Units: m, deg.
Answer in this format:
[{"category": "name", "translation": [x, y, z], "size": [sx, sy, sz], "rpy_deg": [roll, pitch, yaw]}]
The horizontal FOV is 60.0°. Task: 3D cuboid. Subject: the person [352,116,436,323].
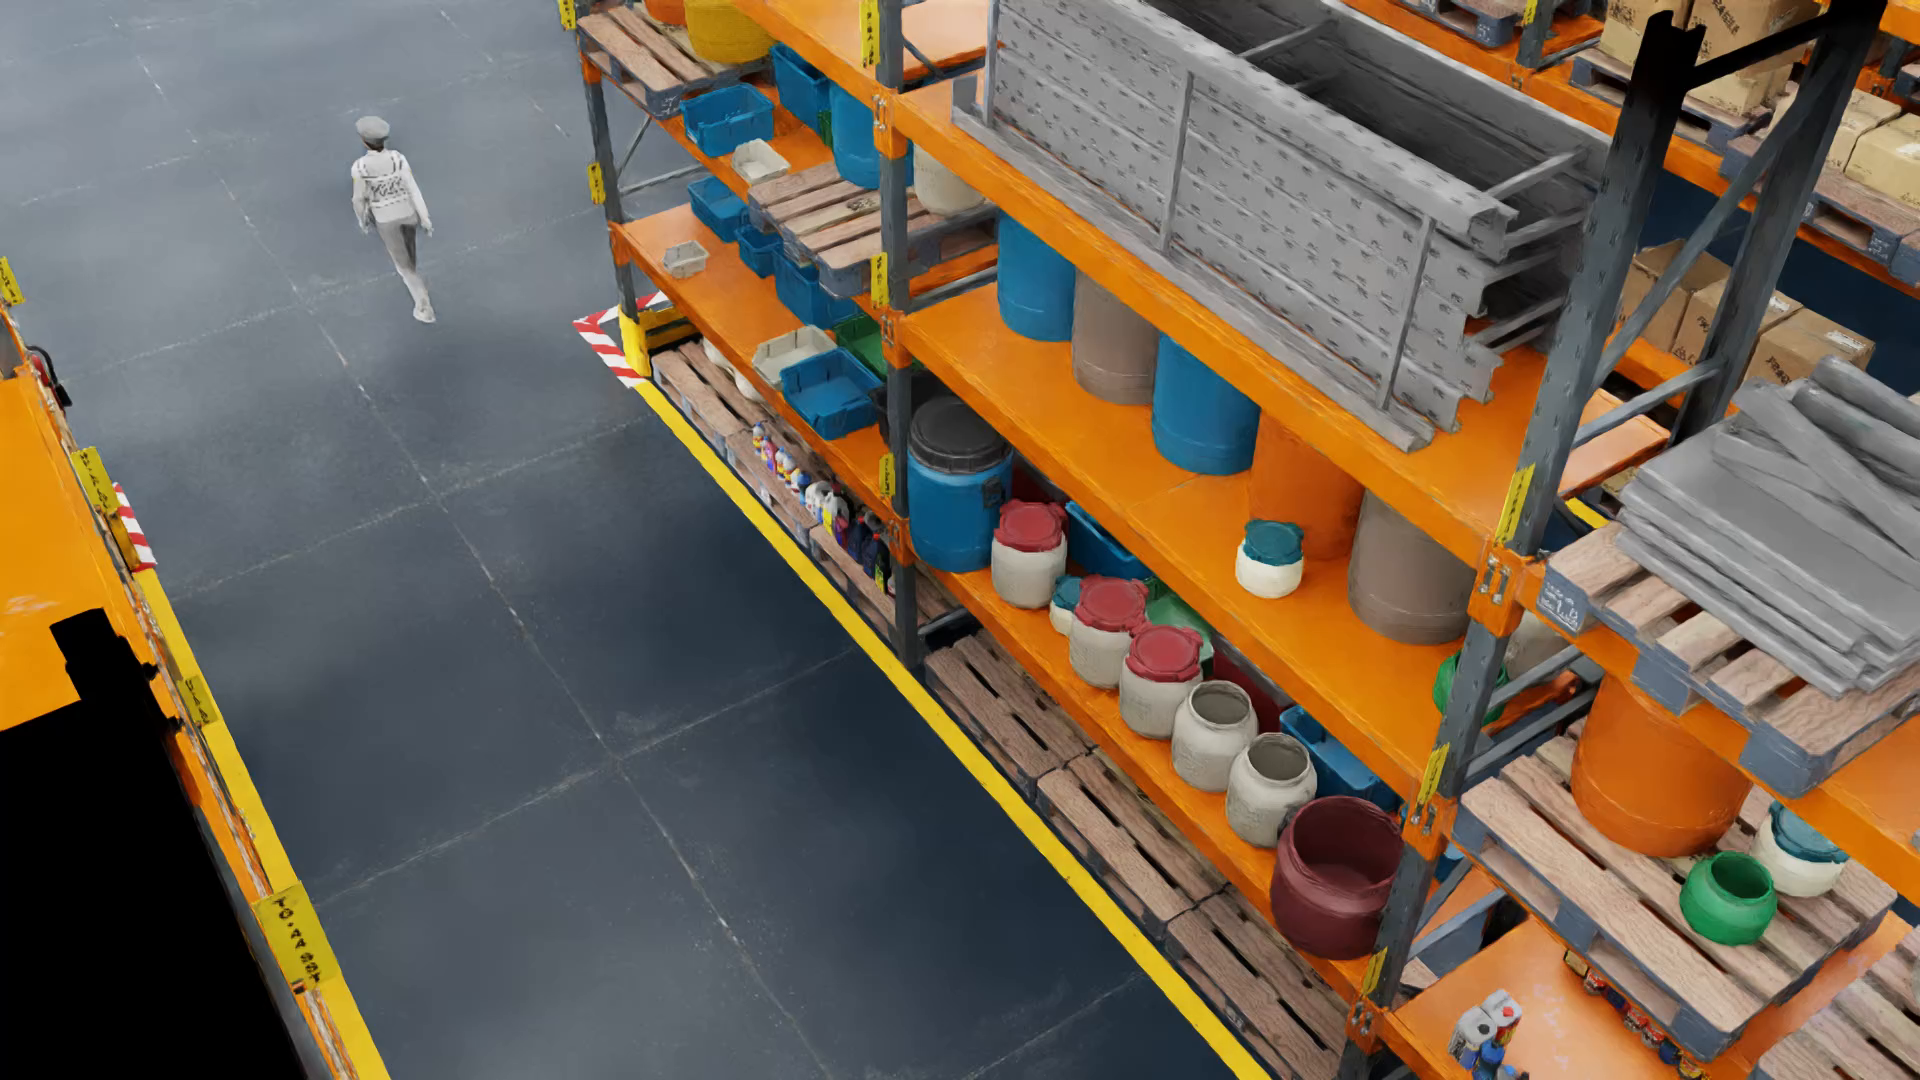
[{"category": "person", "translation": [-4.583, -2.616, 13.393], "size": [0.502, 1.625, 0.997], "rpy_deg": [-25, 48, -25]}]
